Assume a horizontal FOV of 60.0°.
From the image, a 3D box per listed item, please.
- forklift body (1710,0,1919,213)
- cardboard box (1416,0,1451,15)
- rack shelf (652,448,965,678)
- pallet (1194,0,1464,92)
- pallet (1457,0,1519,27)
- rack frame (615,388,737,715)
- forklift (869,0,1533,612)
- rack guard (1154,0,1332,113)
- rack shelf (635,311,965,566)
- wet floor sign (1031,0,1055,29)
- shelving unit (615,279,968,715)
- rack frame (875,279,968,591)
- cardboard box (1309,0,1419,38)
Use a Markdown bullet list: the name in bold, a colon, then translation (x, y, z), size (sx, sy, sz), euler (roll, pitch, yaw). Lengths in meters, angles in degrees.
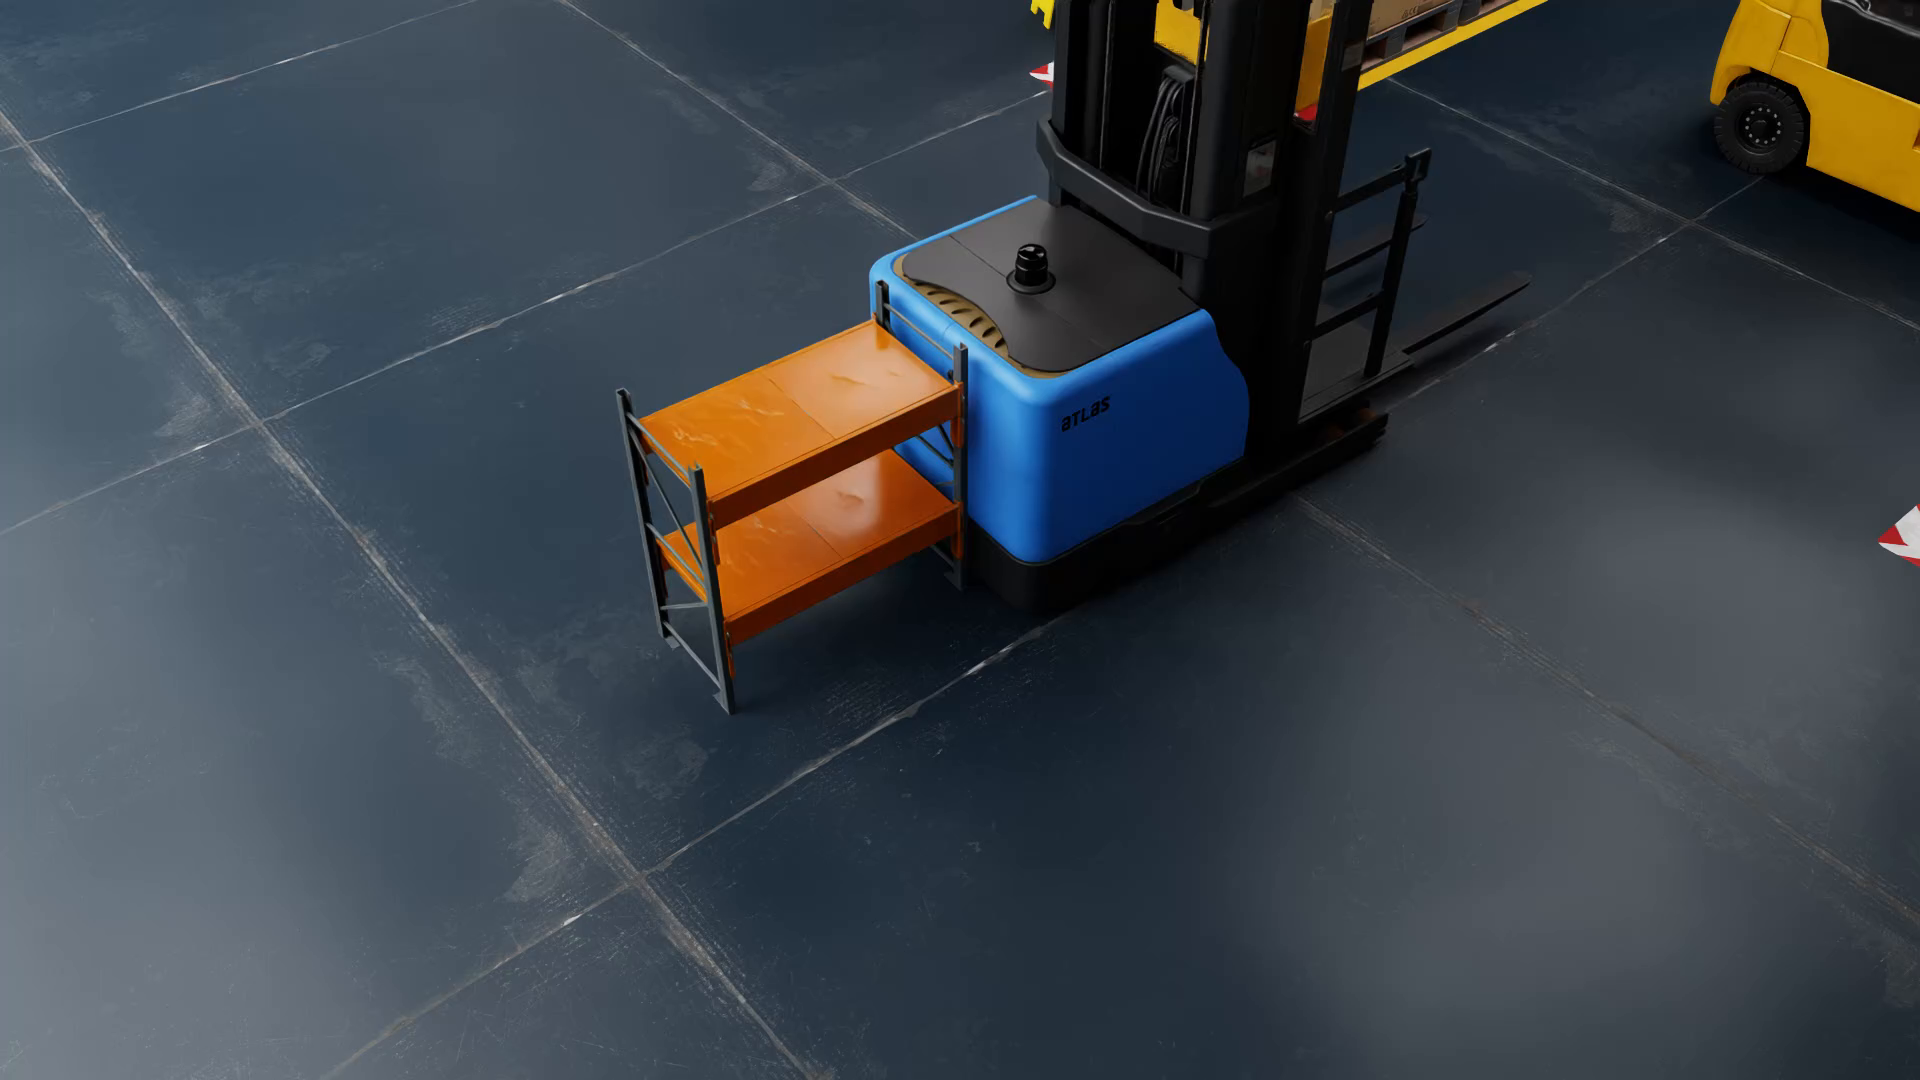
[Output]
- **forklift body**: translation (4.875, -2.557, 7.627), size (1.214, 2.155, 2.313), euler (-30, 51, -28)
- **cardboard box**: translation (2.596, -3.261, 9.458), size (0.500, 0.250, 0.500), euler (-28, 50, -27)
- **rack shelf**: translation (-0.540, 0.029, 5.979), size (1.000, 0.278, 0.538), euler (-27, 50, -26)
- **pallet**: translation (2.108, -3.036, 9.553), size (1.213, 0.211, 1.003), euler (-30, 51, -28)
- **pallet**: translation (3.043, -3.569, 10.121), size (1.213, 0.211, 1.003), euler (-30, 51, -28)
- **rack frame**: translation (-0.946, 0.061, 5.588), size (0.032, 1.125, 0.500), euler (-27, 50, -26)
- **forklift**: translation (1.140, -1.632, 6.071), size (3.031, 2.935, 1.130), euler (-27, 50, -26)
- **rack guard**: translation (1.462, -2.803, 9.094), size (0.348, 0.500, 1.175), euler (-30, 51, -28)
- **rack shelf**: translation (-0.540, -0.362, 5.611), size (1.000, 0.278, 0.538), euler (-27, 50, -26)
- **wet floor sign**: translation (0.572, -3.301, 9.518), size (0.232, 0.644, 0.267), euler (-14, 45, -14)
- **shelving unit**: translation (-0.540, -0.149, 5.812), size (1.048, 1.125, 0.538), euler (-27, 50, -26)
- **rack frame**: translation (-0.135, -0.359, 6.035), size (0.032, 1.125, 0.500), euler (-27, 50, -26)
- **cardboard box**: translation (2.200, -3.041, 9.223), size (0.500, 0.250, 0.500), euler (-30, 51, -28)
